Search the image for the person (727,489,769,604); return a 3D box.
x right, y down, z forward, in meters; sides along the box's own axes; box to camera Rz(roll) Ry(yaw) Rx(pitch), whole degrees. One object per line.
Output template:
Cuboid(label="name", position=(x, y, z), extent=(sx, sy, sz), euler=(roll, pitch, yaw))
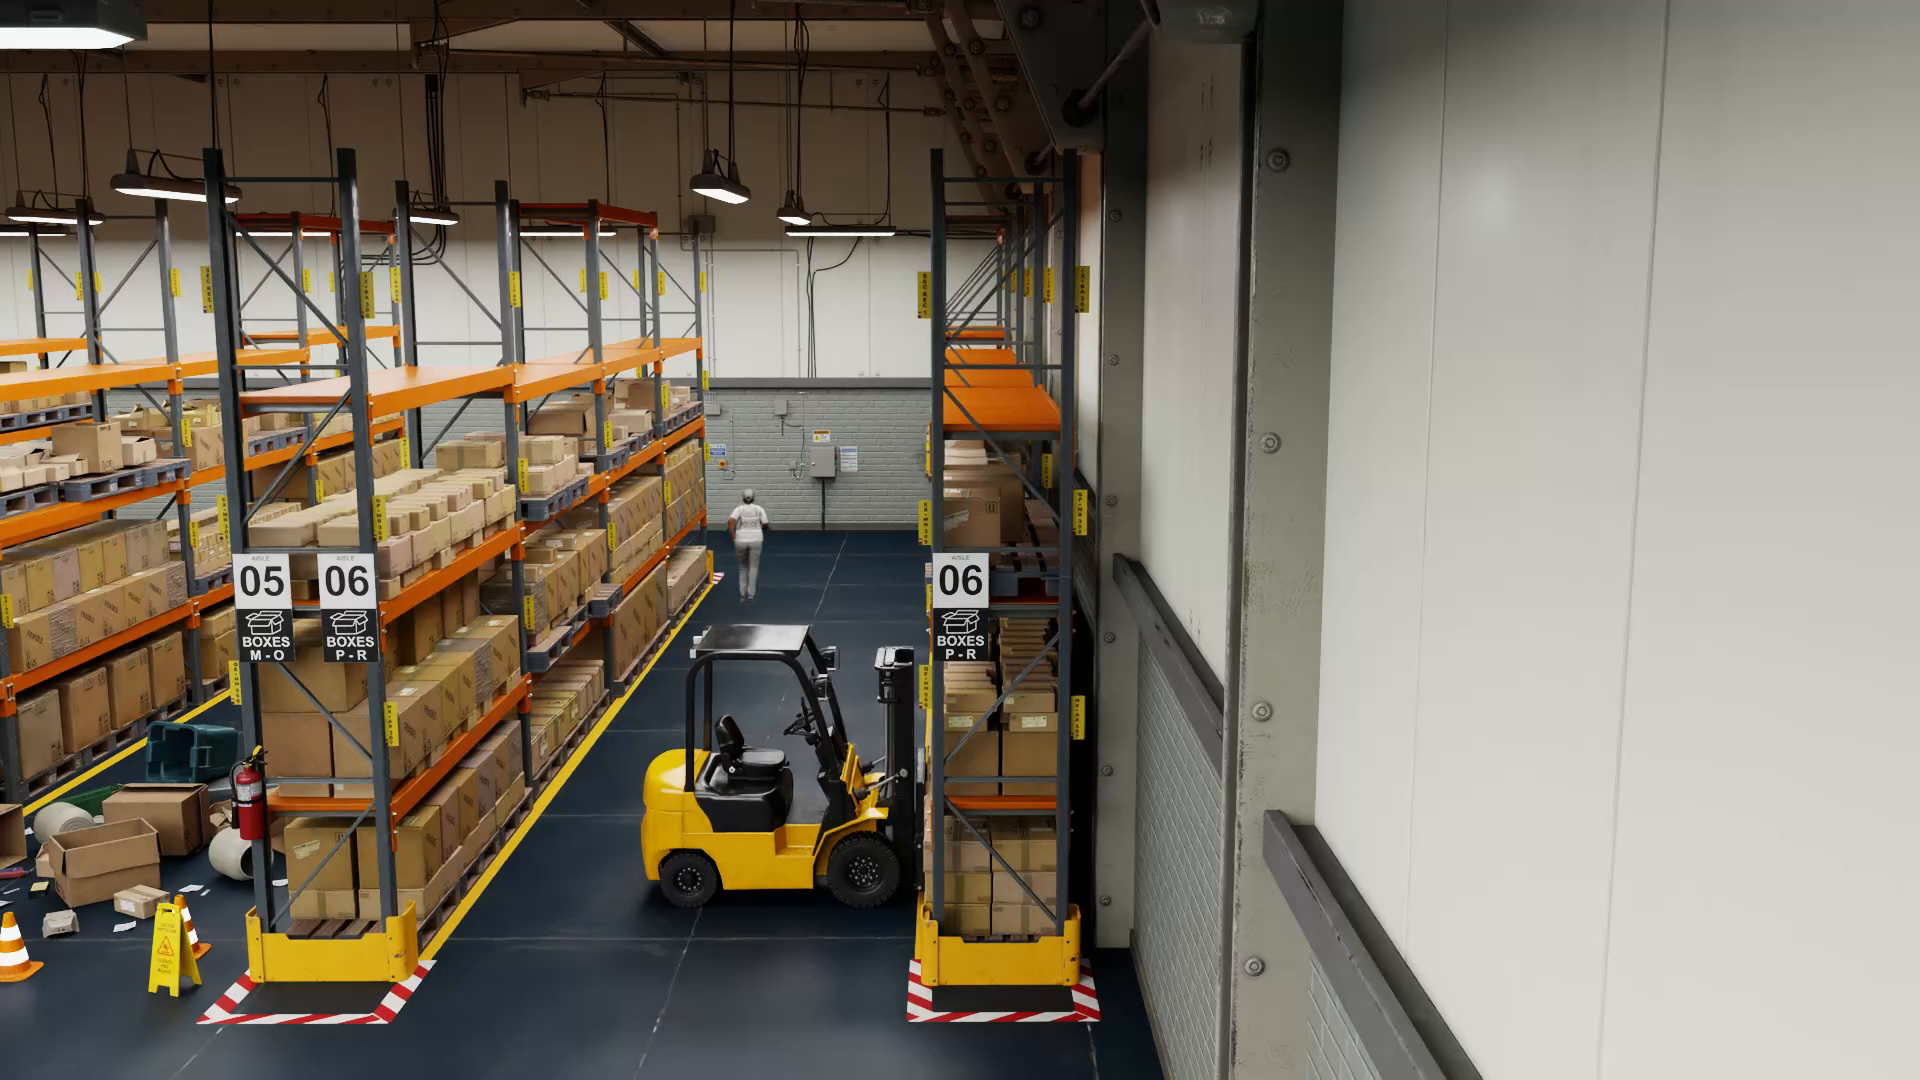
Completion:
Cuboid(label="person", position=(-3.144, 0.126, 24.852), extent=(0.589, 1.783, 0.713), euler=(0, 9, 0))
